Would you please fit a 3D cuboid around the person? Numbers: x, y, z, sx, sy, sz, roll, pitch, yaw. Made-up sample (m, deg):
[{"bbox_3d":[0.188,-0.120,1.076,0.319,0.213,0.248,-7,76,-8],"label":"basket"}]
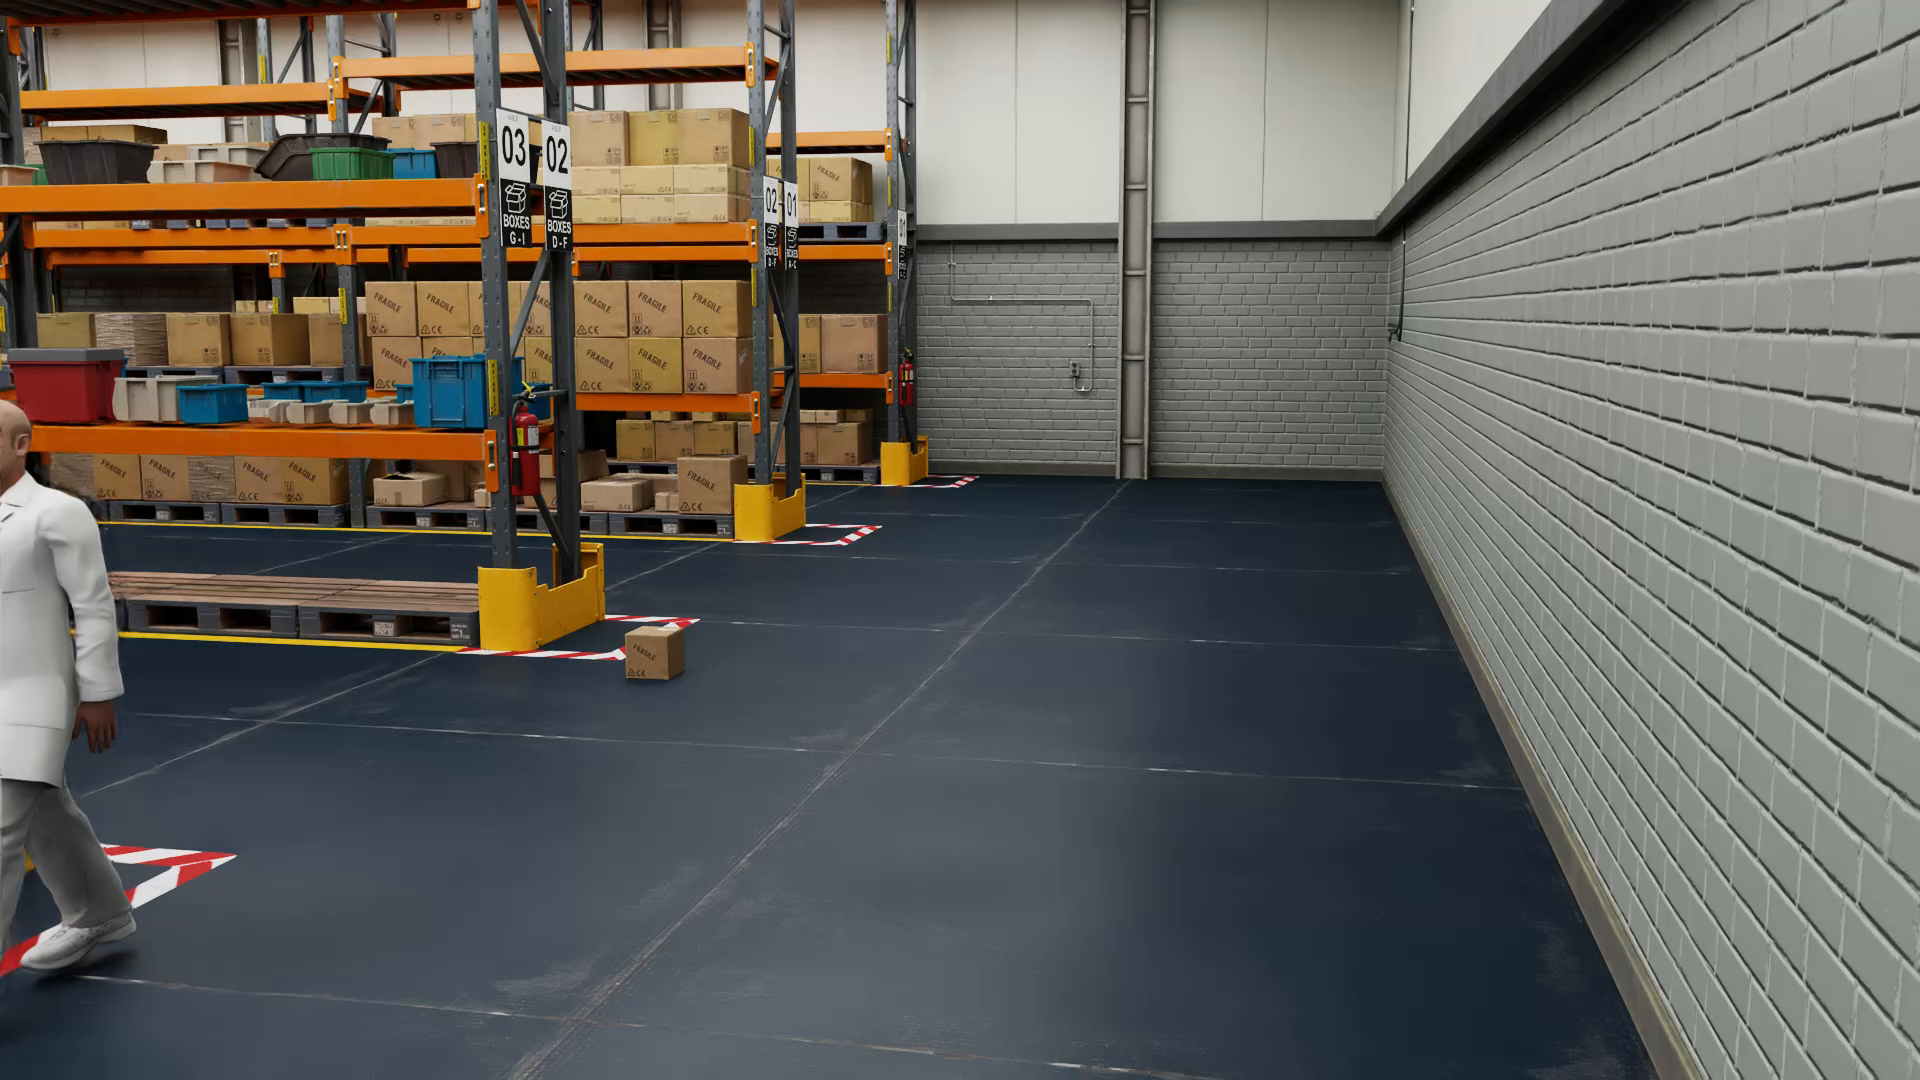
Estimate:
[{"bbox_3d":[-2.814,0.473,4.765,0.574,1.741,0.989,3,8,22],"label":"person"}]
